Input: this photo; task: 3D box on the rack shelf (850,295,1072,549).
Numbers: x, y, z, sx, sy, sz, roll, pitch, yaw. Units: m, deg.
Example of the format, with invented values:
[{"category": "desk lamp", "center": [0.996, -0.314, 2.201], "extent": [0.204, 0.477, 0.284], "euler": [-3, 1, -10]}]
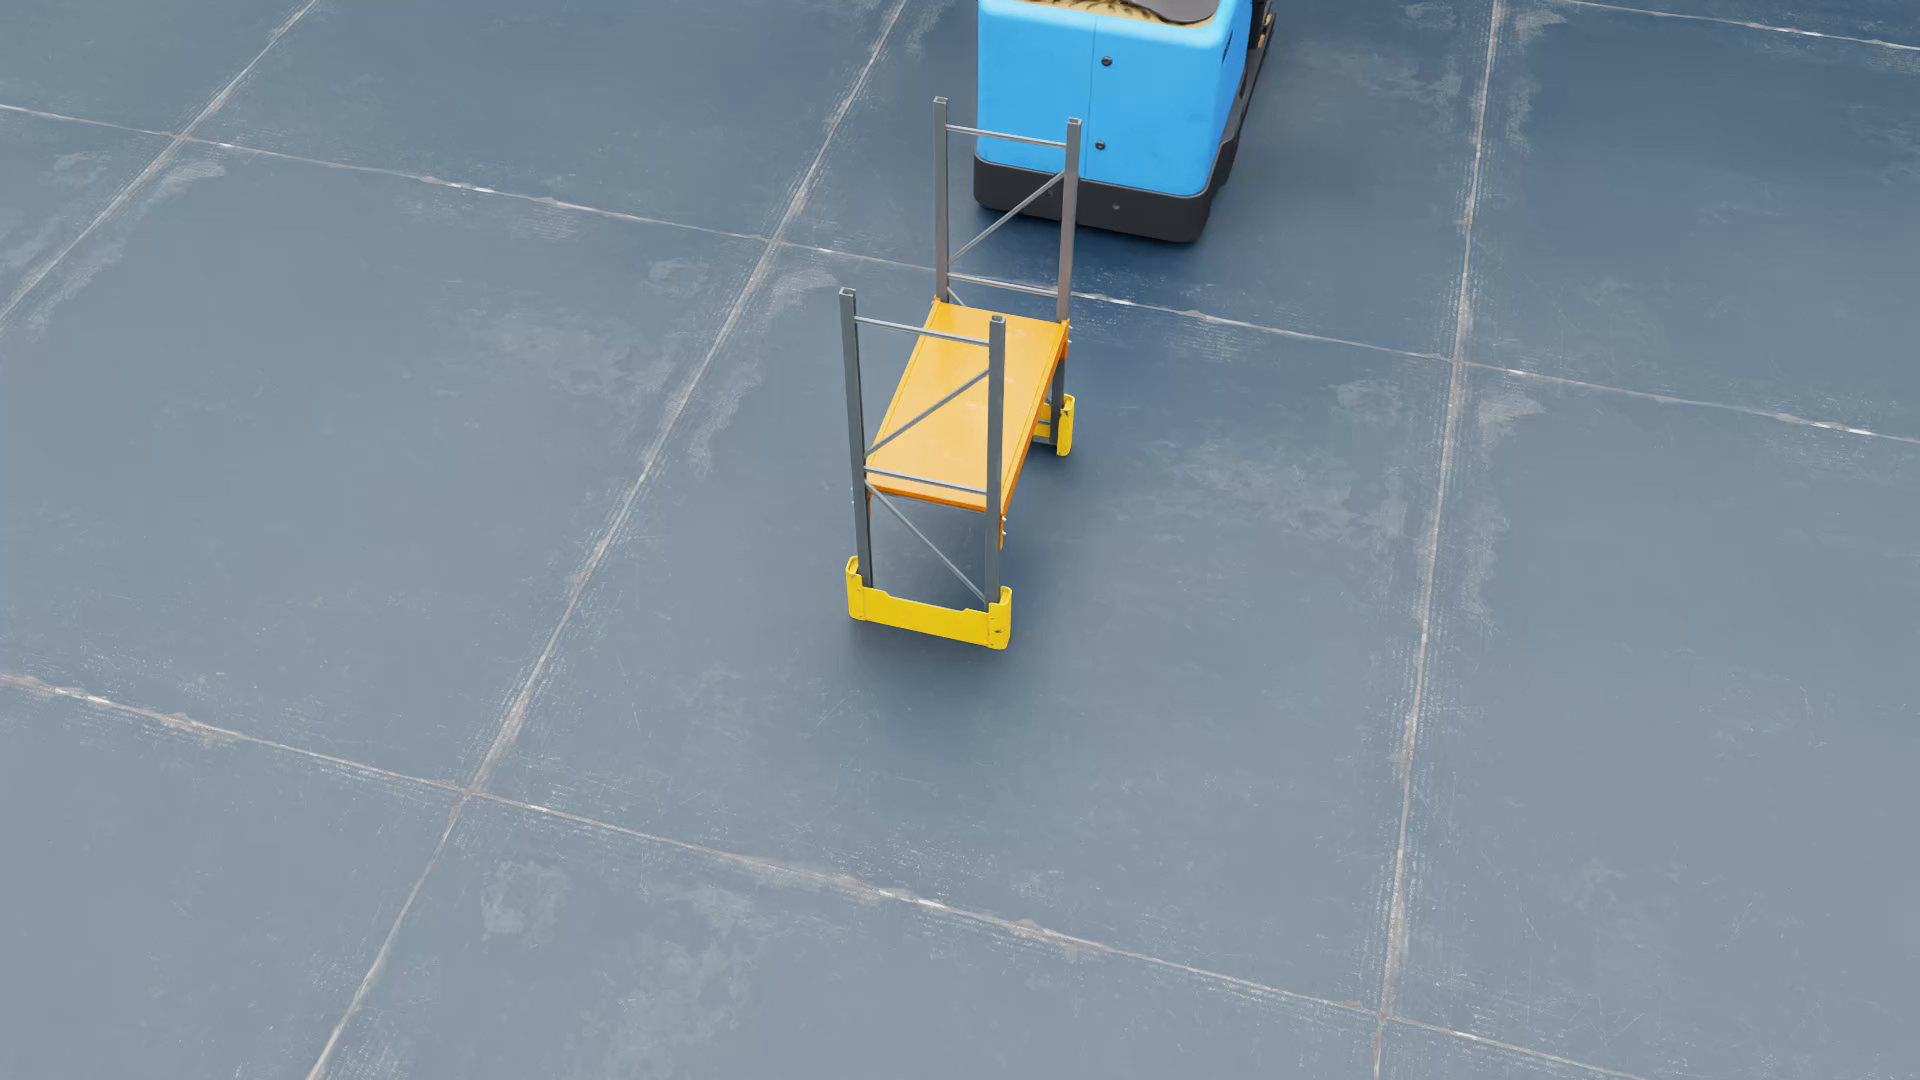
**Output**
[{"category": "rack shelf", "center": [0.022, -0.439, 5.877], "extent": [0.538, 0.185, 1.000], "euler": [12, 50, 10]}]

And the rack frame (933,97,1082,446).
[{"category": "rack frame", "center": [0.156, -0.926, 6.067], "extent": [0.500, 1.500, 0.032], "euler": [12, 50, 10]}]

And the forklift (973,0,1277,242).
[{"category": "forklift", "center": [0.970, -3.411, 7.305], "extent": [1.130, 2.935, 3.031], "euler": [13, 50, 11]}]

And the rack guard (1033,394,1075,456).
[{"category": "rack guard", "center": [0.151, -0.498, 6.523], "extent": [0.587, 0.250, 0.087], "euler": [12, 50, 10]}]

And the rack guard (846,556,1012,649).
[{"category": "rack guard", "center": [-0.111, 0.222, 5.887], "extent": [0.587, 0.250, 0.087], "euler": [12, 50, 10]}]

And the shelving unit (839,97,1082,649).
[{"category": "shelving unit", "center": [0.020, -0.551, 5.736], "extent": [0.587, 1.500, 1.083], "euler": [12, 50, 10]}]

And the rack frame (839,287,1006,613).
[{"category": "rack frame", "center": [-0.111, -0.190, 5.418], "extent": [0.500, 1.500, 0.032], "euler": [12, 50, 10]}]
